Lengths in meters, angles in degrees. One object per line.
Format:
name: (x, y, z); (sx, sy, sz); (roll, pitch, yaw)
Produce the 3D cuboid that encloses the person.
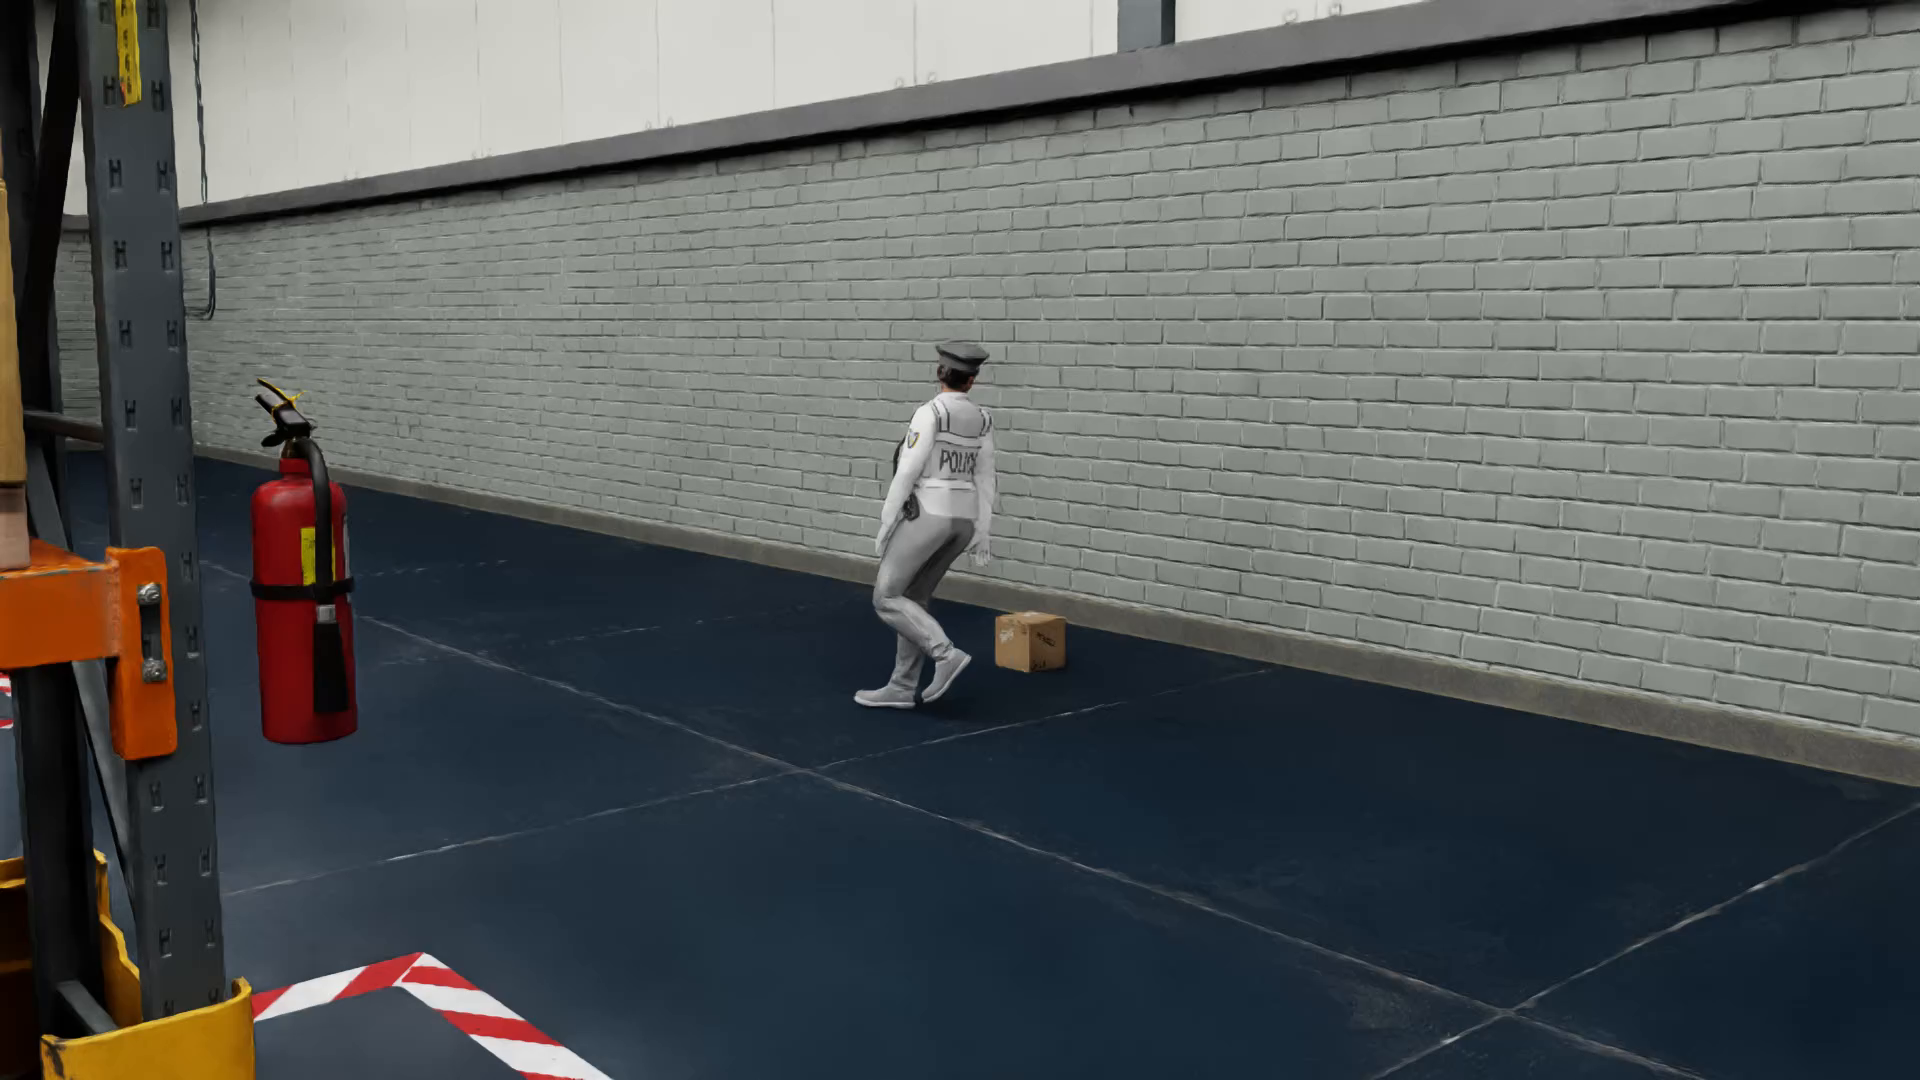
person: (-0.114, -0.064, 7.371); (0.605, 1.625, 0.527); (6, 9, 37)
